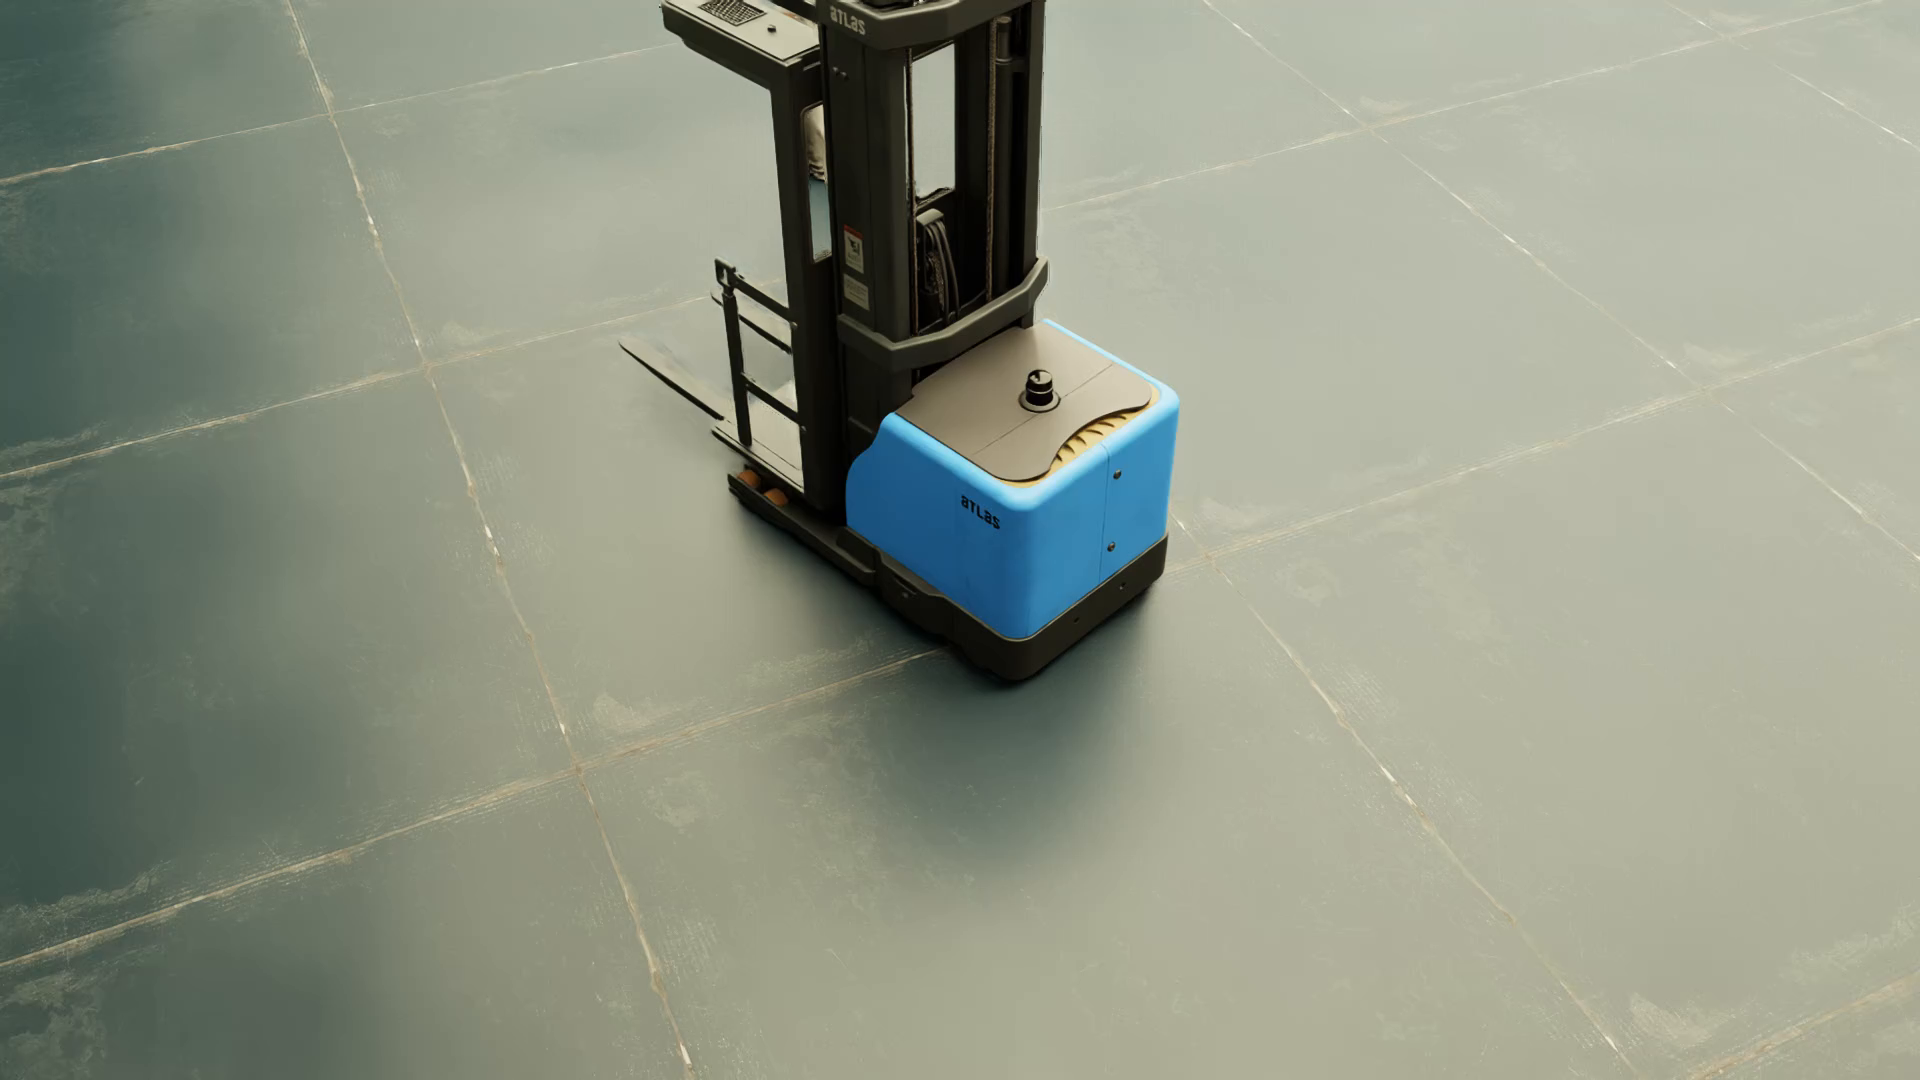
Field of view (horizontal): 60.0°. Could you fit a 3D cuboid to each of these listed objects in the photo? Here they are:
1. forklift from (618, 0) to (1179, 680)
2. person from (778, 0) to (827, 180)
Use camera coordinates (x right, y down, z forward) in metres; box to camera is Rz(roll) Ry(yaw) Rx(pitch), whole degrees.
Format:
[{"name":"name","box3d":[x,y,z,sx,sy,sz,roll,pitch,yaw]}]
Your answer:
[{"name":"forklift","box3d":[-0.467,-1.375,7.153,3.031,2.935,1.130,34,53,31]},{"name":"person","box3d":[-0.880,-2.894,9.692,0.545,1.676,0.524,-26,49,-25]}]
